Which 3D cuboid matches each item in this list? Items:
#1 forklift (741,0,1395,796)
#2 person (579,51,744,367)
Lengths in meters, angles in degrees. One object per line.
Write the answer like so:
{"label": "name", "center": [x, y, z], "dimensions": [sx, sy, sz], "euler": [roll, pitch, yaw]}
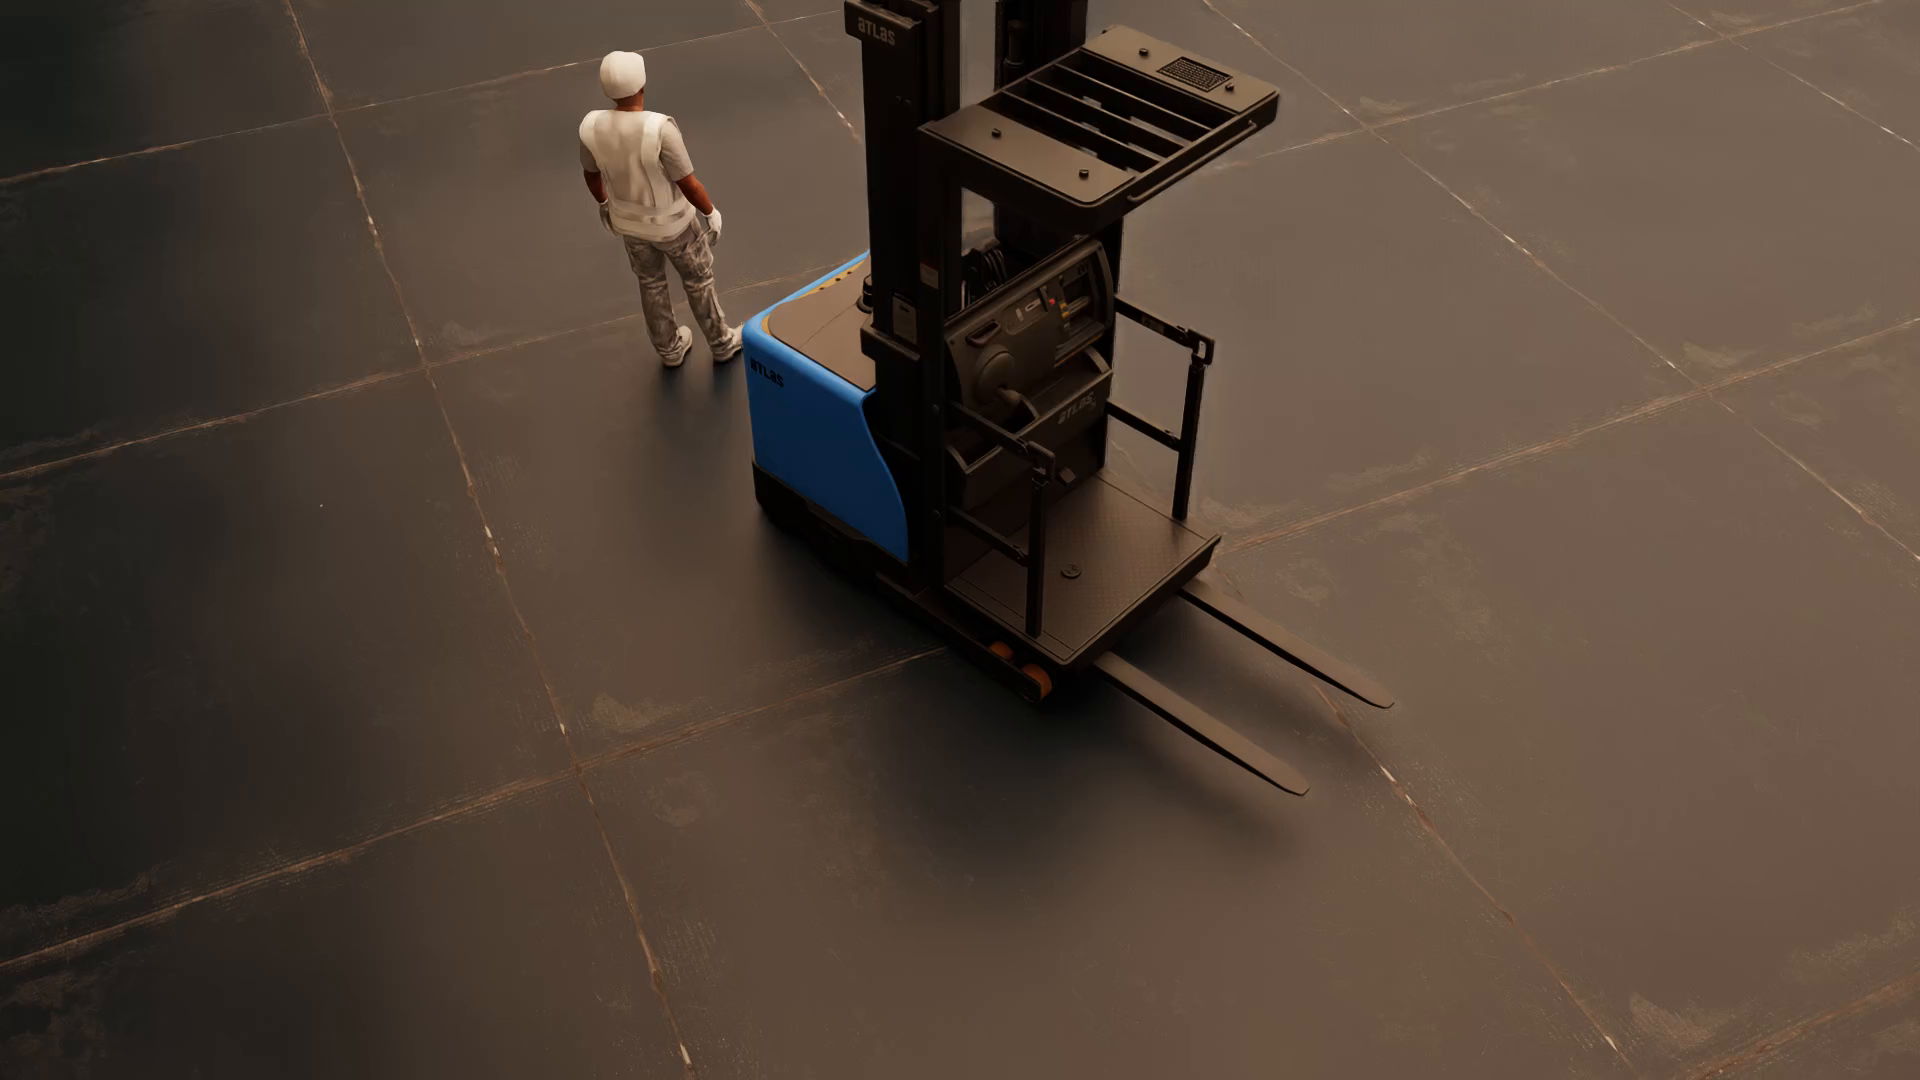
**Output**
{"label": "forklift", "center": [0.445, -0.788, 6.525], "dimensions": [3.031, 2.935, 1.130], "euler": [32, 52, 30]}
{"label": "person", "center": [-1.481, -1.646, 8.275], "dimensions": [0.656, 1.783, 0.575], "euler": [12, 44, 13]}
